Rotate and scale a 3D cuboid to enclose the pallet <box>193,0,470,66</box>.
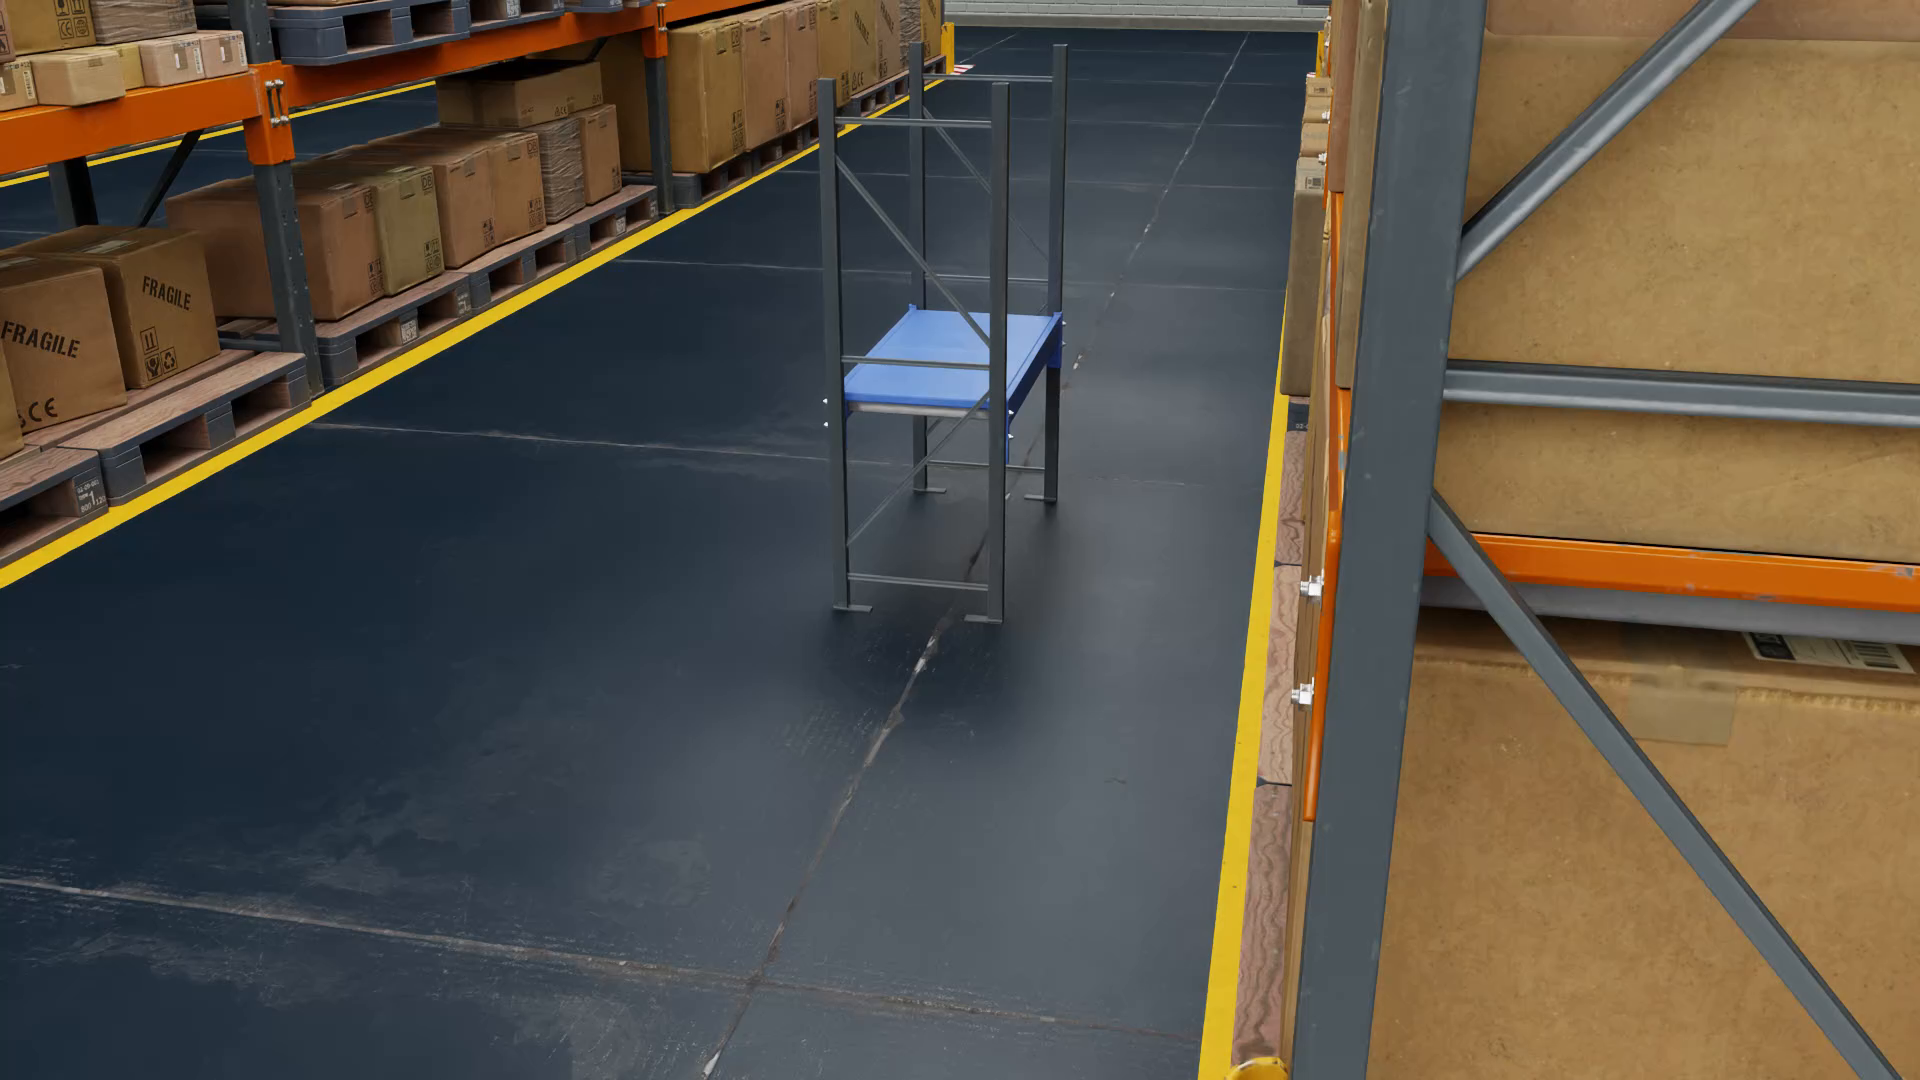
[{"bbox_3d":[-2.814,-2.186,7.023,1.003,0.211,1.213,4,22,11],"label":"pallet"}]

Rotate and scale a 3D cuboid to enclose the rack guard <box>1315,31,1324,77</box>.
[{"bbox_3d":[4.155,-4.793,16.585,1.175,0.500,0.348,4,22,11],"label":"rack guard"}]

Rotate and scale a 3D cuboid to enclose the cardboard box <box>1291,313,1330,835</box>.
[{"bbox_3d":[1.157,0.087,3.404,0.875,0.875,0.875,4,22,10],"label":"cardboard box"}]

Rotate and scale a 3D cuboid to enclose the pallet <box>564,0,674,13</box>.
[{"bbox_3d":[-2.338,-3.112,9.322,1.213,0.211,1.003,4,22,11],"label":"pallet"}]

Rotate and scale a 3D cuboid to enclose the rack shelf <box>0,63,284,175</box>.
[{"bbox_3d":[-3.521,-0.942,4.639,1.077,0.370,4.000,4,22,11],"label":"rack shelf"}]

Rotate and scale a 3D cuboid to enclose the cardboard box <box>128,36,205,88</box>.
[{"bbox_3d":[-2.929,-1.698,5.892,0.380,0.149,0.250,4,22,11],"label":"cardboard box"}]

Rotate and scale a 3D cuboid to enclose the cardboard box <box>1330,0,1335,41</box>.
[{"bbox_3d":[1.875,-2.405,7.175,0.500,0.500,0.500,4,22,10],"label":"cardboard box"}]

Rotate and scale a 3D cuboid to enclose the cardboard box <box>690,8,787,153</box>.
[{"bbox_3d":[-1.946,-3.255,11.703,1.225,0.875,0.875,5,22,11],"label":"cardboard box"}]

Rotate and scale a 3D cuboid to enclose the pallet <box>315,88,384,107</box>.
[{"bbox_3d":[-6.217,-4.288,15.719,1.003,0.211,1.213,4,22,11],"label":"pallet"}]

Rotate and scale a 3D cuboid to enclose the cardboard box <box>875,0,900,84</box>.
[{"bbox_3d":[-1.084,-4.706,15.306,0.875,0.875,0.875,4,22,11],"label":"cardboard box"}]

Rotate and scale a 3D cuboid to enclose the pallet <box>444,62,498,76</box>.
[{"bbox_3d":[-5.719,-5.181,17.935,1.003,0.211,1.213,4,22,11],"label":"pallet"}]

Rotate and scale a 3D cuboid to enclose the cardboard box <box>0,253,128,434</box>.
[{"bbox_3d":[-3.343,-0.689,5.832,0.500,0.500,0.500,12,25,28],"label":"cardboard box"}]

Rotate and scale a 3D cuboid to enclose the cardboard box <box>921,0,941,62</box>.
[{"bbox_3d":[-0.716,-5.364,16.940,0.875,0.875,0.875,4,22,11],"label":"cardboard box"}]

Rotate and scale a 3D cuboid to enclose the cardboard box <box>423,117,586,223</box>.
[{"bbox_3d":[-2.514,-2.064,9.220,0.700,0.500,0.500,3,22,6],"label":"cardboard box"}]

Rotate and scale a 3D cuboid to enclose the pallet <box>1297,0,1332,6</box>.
[{"bbox_3d":[2.580,-3.234,9.626,1.213,0.211,1.003,4,22,11],"label":"pallet"}]

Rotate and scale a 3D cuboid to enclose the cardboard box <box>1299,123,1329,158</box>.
[{"bbox_3d":[1.962,-1.329,7.088,1.050,0.750,0.750,4,22,11],"label":"cardboard box"}]

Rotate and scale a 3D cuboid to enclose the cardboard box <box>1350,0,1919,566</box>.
[{"bbox_3d":[0.938,-0.337,1.976,0.875,0.550,0.550,4,22,11],"label":"cardboard box"}]

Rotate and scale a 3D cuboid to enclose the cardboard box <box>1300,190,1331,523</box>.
[{"bbox_3d":[1.526,-0.576,5.051,0.875,0.875,0.875,5,22,12],"label":"cardboard box"}]

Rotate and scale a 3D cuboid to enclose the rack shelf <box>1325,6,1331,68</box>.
[{"bbox_3d":[2.947,-3.452,10.873,1.077,0.370,4.000,4,22,11],"label":"rack shelf"}]

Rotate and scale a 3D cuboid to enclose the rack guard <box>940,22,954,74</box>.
[{"bbox_3d":[-0.659,-5.245,17.707,1.175,0.500,0.348,4,22,11],"label":"rack guard"}]

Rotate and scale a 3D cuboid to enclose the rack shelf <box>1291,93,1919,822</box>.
[{"bbox_3d":[1.314,-0.526,3.609,1.077,0.370,4.000,4,22,11],"label":"rack shelf"}]

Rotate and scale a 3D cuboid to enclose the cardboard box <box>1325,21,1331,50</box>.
[{"bbox_3d":[2.945,-3.650,12.182,0.500,0.250,0.500,3,22,9],"label":"cardboard box"}]

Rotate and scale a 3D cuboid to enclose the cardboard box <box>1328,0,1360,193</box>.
[{"bbox_3d":[1.343,-1.134,3.953,0.875,0.550,0.550,4,22,11],"label":"cardboard box"}]

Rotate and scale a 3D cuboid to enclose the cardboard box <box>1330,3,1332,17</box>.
[{"bbox_3d":[2.183,-2.957,8.547,0.500,0.500,0.500,5,22,12],"label":"cardboard box"}]

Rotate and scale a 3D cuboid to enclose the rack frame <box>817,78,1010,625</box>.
[{"bbox_3d":[-0.121,-0.479,4.534,0.500,1.500,0.032,4,22,11],"label":"rack frame"}]

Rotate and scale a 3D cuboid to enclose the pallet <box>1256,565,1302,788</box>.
[{"bbox_3d":[1.244,0.422,4.024,1.003,0.211,1.213,4,22,11],"label":"pallet"}]

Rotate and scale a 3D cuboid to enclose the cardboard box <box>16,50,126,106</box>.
[{"bbox_3d":[-2.981,-1.512,5.428,0.380,0.149,0.250,4,22,11],"label":"cardboard box"}]

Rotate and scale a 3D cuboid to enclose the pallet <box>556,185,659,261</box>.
[{"bbox_3d":[-2.457,-1.890,9.765,1.003,0.211,1.213,4,22,11],"label":"pallet"}]

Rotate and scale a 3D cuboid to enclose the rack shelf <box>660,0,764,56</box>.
[{"bbox_3d":[-1.888,-3.867,11.904,1.077,0.370,4.000,4,22,11],"label":"rack shelf"}]

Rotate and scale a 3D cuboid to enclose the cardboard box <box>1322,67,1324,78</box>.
[{"bbox_3d":[3.151,-3.767,13.548,0.380,0.149,0.250,3,22,8],"label":"cardboard box"}]

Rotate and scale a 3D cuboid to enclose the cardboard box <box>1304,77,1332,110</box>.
[{"bbox_3d":[2.326,-1.990,8.729,1.050,0.750,0.750,4,22,10],"label":"cardboard box"}]

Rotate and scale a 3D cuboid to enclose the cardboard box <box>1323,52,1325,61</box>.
[{"bbox_3d":[3.580,-4.541,15.469,0.380,0.149,0.250,5,23,13],"label":"cardboard box"}]

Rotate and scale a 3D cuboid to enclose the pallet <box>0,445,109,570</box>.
[{"bbox_3d":[-3.462,-0.017,5.114,1.003,0.211,1.213,4,22,11],"label":"pallet"}]

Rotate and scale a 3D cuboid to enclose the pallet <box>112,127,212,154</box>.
[{"bbox_3d":[-6.774,-3.290,13.240,1.003,0.211,1.213,4,22,11],"label":"pallet"}]

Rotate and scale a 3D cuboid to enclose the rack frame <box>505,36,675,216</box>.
[{"bbox_3d":[-2.296,-3.470,9.953,1.000,3.000,0.127,4,22,11],"label":"rack frame"}]

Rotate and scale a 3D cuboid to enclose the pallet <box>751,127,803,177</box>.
[{"bbox_3d":[-1.811,-2.904,12.280,1.003,0.211,1.213,4,22,11],"label":"pallet"}]

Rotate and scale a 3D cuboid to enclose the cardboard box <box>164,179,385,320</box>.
[{"bbox_3d":[-2.966,-1.274,7.259,0.700,0.500,0.500,3,22,7],"label":"cardboard box"}]

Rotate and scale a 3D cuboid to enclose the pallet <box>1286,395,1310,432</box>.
[{"bbox_3d":[1.806,-0.586,6.526,1.003,0.211,1.213,4,22,11],"label":"pallet"}]

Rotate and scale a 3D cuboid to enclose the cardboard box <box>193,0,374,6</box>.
[{"bbox_3d":[-2.813,-2.760,6.825,1.000,1.000,1.000,5,22,11],"label":"cardboard box"}]

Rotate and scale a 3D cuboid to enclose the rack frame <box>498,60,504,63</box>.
[{"bbox_3d":[-5.513,-6.773,18.155,1.000,3.000,0.127,4,22,11],"label":"rack frame"}]

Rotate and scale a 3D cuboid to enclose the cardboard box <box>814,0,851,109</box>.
[{"bbox_3d":[-1.591,-3.906,13.319,1.225,0.875,0.875,5,22,11],"label":"cardboard box"}]

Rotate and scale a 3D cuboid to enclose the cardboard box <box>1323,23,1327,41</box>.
[{"bbox_3d":[3.616,-4.771,15.641,0.380,0.149,0.250,4,22,11],"label":"cardboard box"}]

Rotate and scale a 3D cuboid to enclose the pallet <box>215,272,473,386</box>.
[{"bbox_3d":[-2.955,-0.998,7.549,1.003,0.211,1.213,4,22,11],"label":"pallet"}]

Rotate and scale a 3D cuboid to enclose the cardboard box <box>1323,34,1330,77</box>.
[{"bbox_3d":[2.731,-3.269,11.236,0.500,0.250,0.500,5,23,13],"label":"cardboard box"}]

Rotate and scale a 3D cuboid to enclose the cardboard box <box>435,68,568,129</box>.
[{"bbox_3d":[-2.502,-2.420,9.100,0.500,0.250,0.500,7,23,17],"label":"cardboard box"}]

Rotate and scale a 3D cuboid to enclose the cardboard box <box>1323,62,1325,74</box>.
[{"bbox_3d":[2.944,-3.303,12.323,0.500,0.500,0.500,5,23,13],"label":"cardboard box"}]

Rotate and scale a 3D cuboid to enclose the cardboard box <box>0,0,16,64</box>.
[{"bbox_3d":[-3.405,-1.660,4.929,0.875,0.500,0.500,4,22,11],"label":"cardboard box"}]

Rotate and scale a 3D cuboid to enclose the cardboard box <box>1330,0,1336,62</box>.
[{"bbox_3d":[1.670,-2.034,6.255,0.500,0.500,0.500,4,22,10],"label":"cardboard box"}]

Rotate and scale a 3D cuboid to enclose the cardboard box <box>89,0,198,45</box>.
[{"bbox_3d":[-3.265,-2.031,5.850,0.875,0.500,0.500,4,22,11],"label":"cardboard box"}]

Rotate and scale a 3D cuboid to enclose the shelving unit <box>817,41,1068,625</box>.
[{"bbox_3d":[-0.017,-0.664,4.996,0.538,1.500,1.048,4,22,11],"label":"shelving unit"}]

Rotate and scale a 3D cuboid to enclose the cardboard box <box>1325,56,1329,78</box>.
[{"bbox_3d":[2.422,-2.708,9.842,0.500,0.250,0.500,4,22,10],"label":"cardboard box"}]

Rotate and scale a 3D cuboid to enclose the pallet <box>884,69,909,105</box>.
[{"bbox_3d":[-1.002,-4.359,15.893,1.003,0.211,1.213,4,22,11],"label":"pallet"}]

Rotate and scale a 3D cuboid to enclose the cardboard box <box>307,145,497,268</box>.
[{"bbox_3d":[-2.737,-1.652,8.197,0.700,0.500,0.500,3,22,6],"label":"cardboard box"}]
